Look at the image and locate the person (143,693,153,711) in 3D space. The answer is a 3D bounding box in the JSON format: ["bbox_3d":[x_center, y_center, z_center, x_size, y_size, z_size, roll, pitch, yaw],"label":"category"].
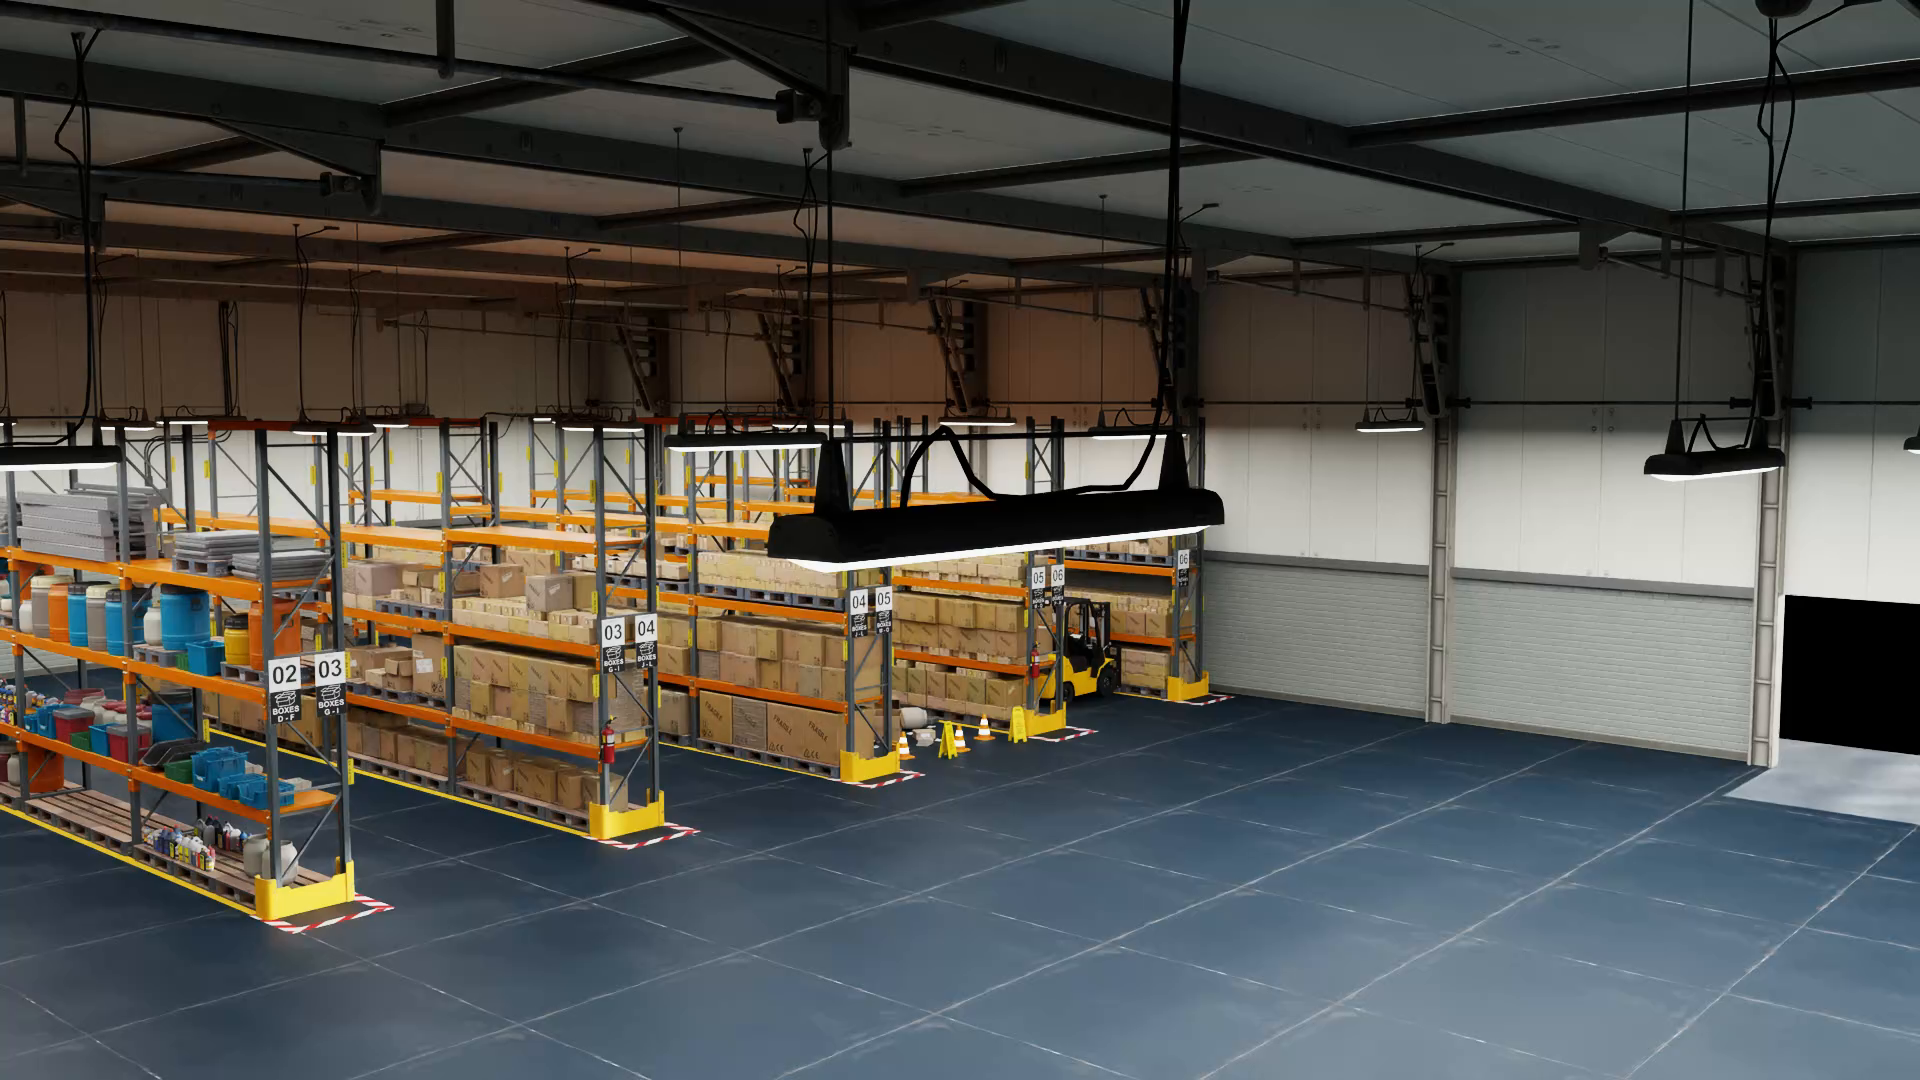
[{"bbox_3d":[-13.084,3.222,27.160,0.498,1.515,0.455,0,5,1],"label":"person"}]

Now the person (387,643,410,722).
[{"bbox_3d":[-10.932,2.824,32.126,1.032,1.682,0.479,5,7,45],"label":"person"}]
